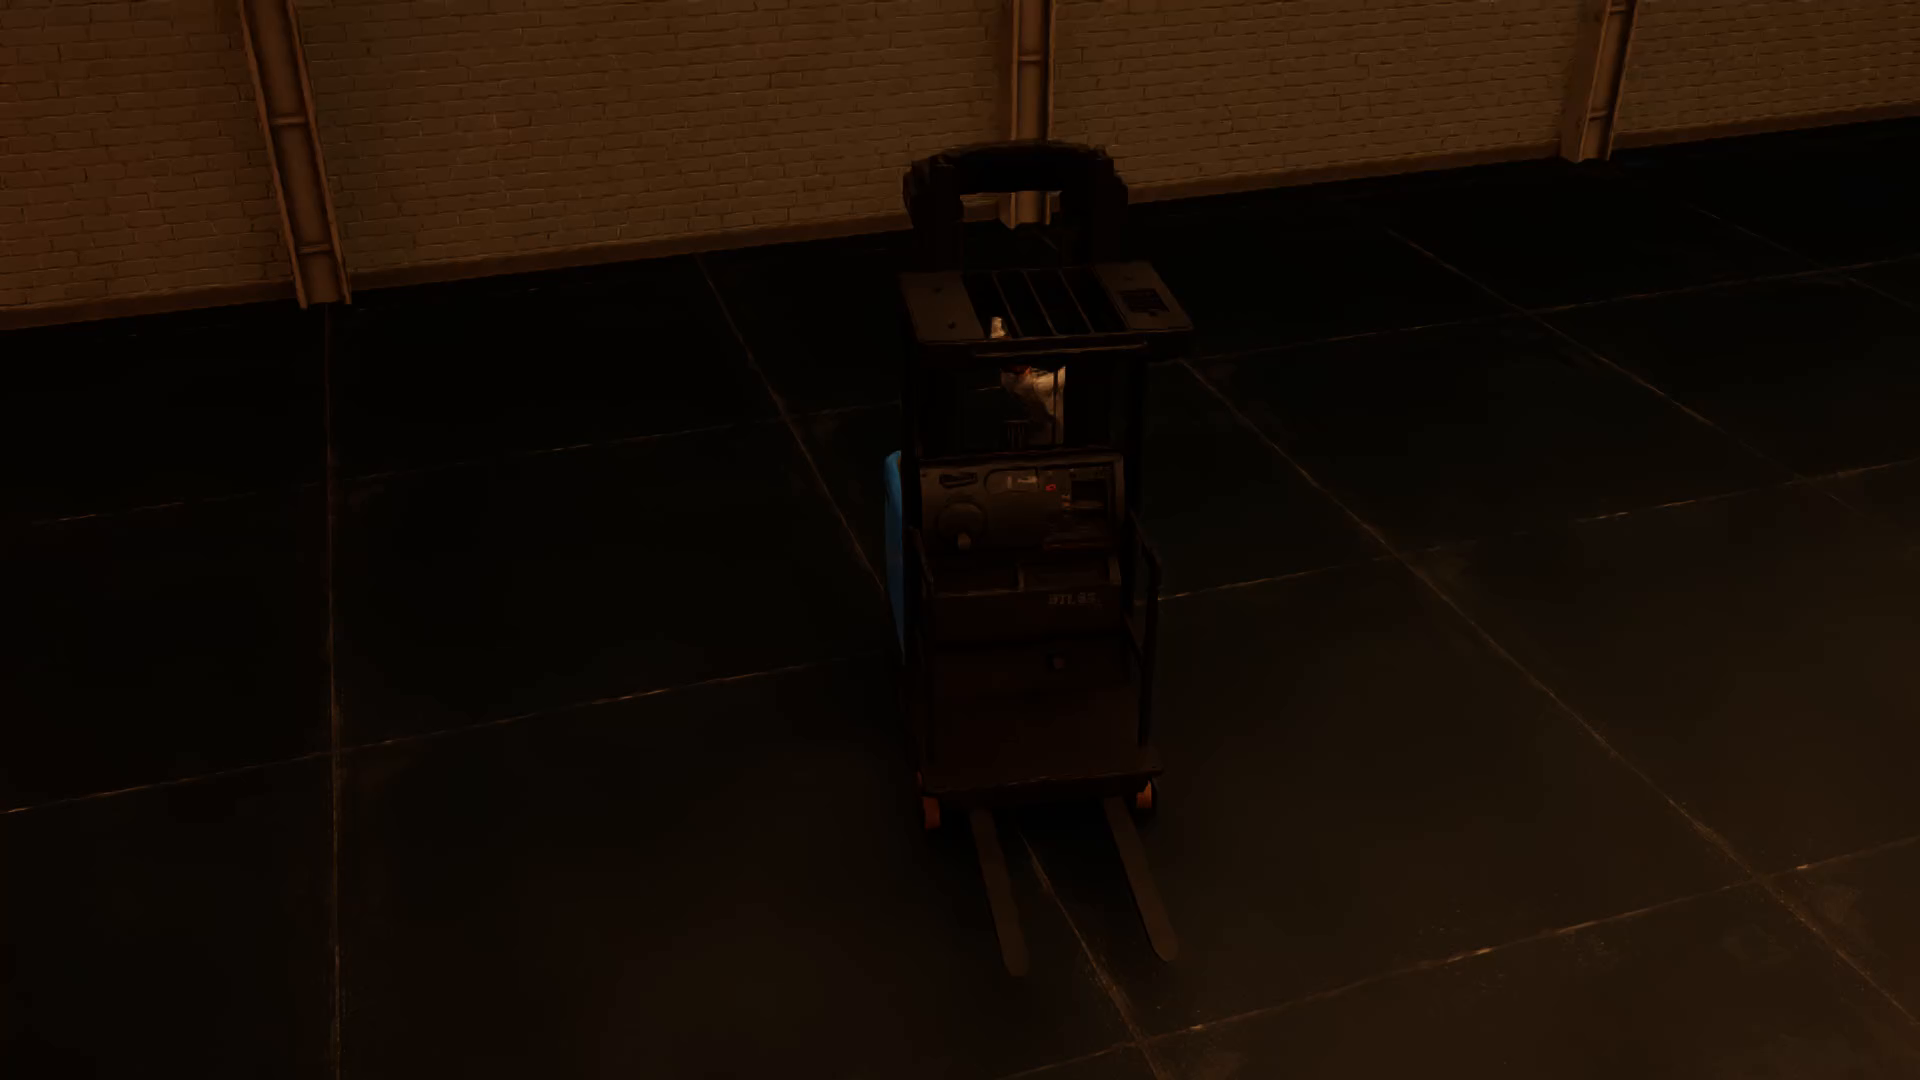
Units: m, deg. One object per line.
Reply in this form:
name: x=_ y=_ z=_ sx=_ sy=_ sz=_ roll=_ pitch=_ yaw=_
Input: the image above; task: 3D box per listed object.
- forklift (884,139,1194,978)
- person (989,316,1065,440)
forklift: x=0.316 y=-0.120 z=7.296 sx=1.130 sy=2.935 sz=3.031 roll=-4 pitch=30 yaw=-7
person: x=0.481 y=-0.766 z=9.854 sx=0.701 sy=1.507 sz=0.897 roll=-15 pitch=33 yaw=-24
